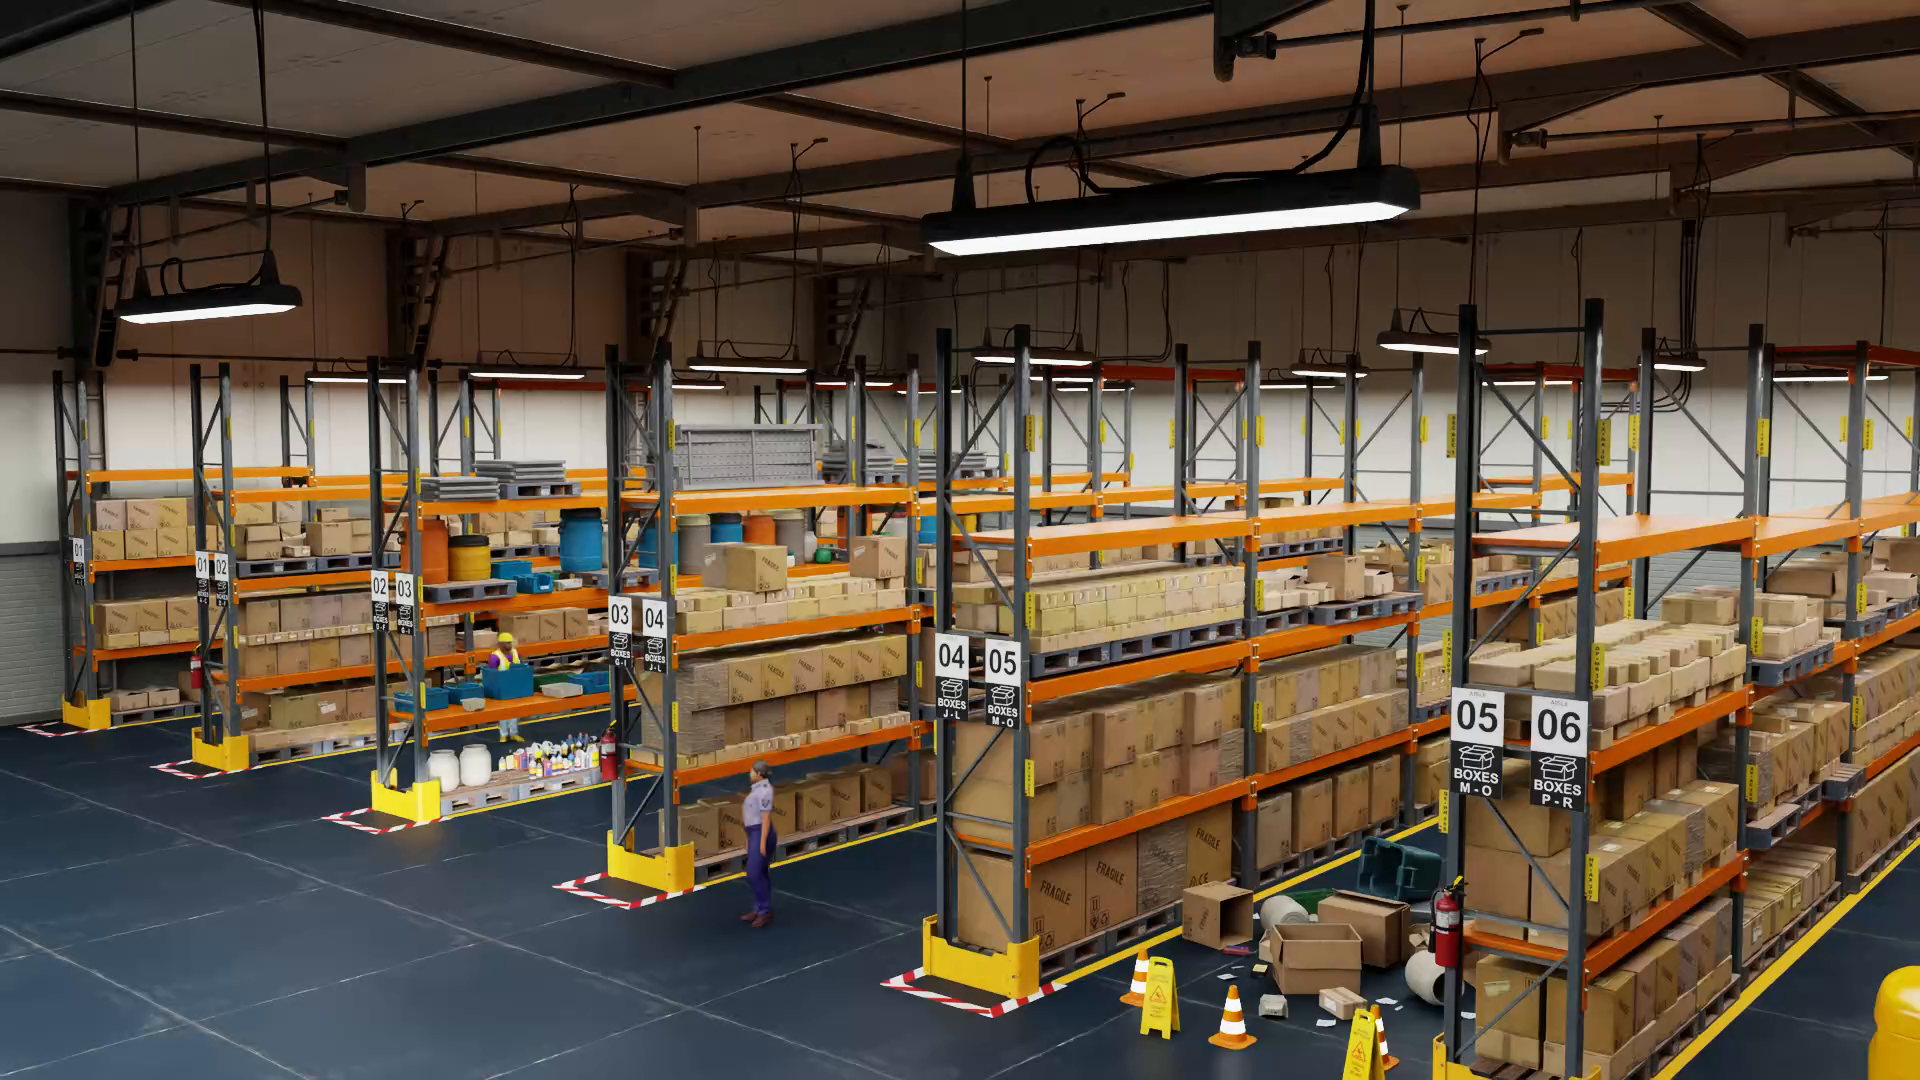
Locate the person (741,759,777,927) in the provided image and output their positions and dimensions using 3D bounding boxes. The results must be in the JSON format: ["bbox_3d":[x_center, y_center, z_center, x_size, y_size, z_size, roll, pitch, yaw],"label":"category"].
[{"bbox_3d":[-2.083,3.120,17.168,0.373,1.699,0.530,-1,4,-11],"label":"person"}]

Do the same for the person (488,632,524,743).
[{"bbox_3d":[-7.251,2.357,26.626,0.602,1.769,0.399,-4,6,-44],"label":"person"}]
